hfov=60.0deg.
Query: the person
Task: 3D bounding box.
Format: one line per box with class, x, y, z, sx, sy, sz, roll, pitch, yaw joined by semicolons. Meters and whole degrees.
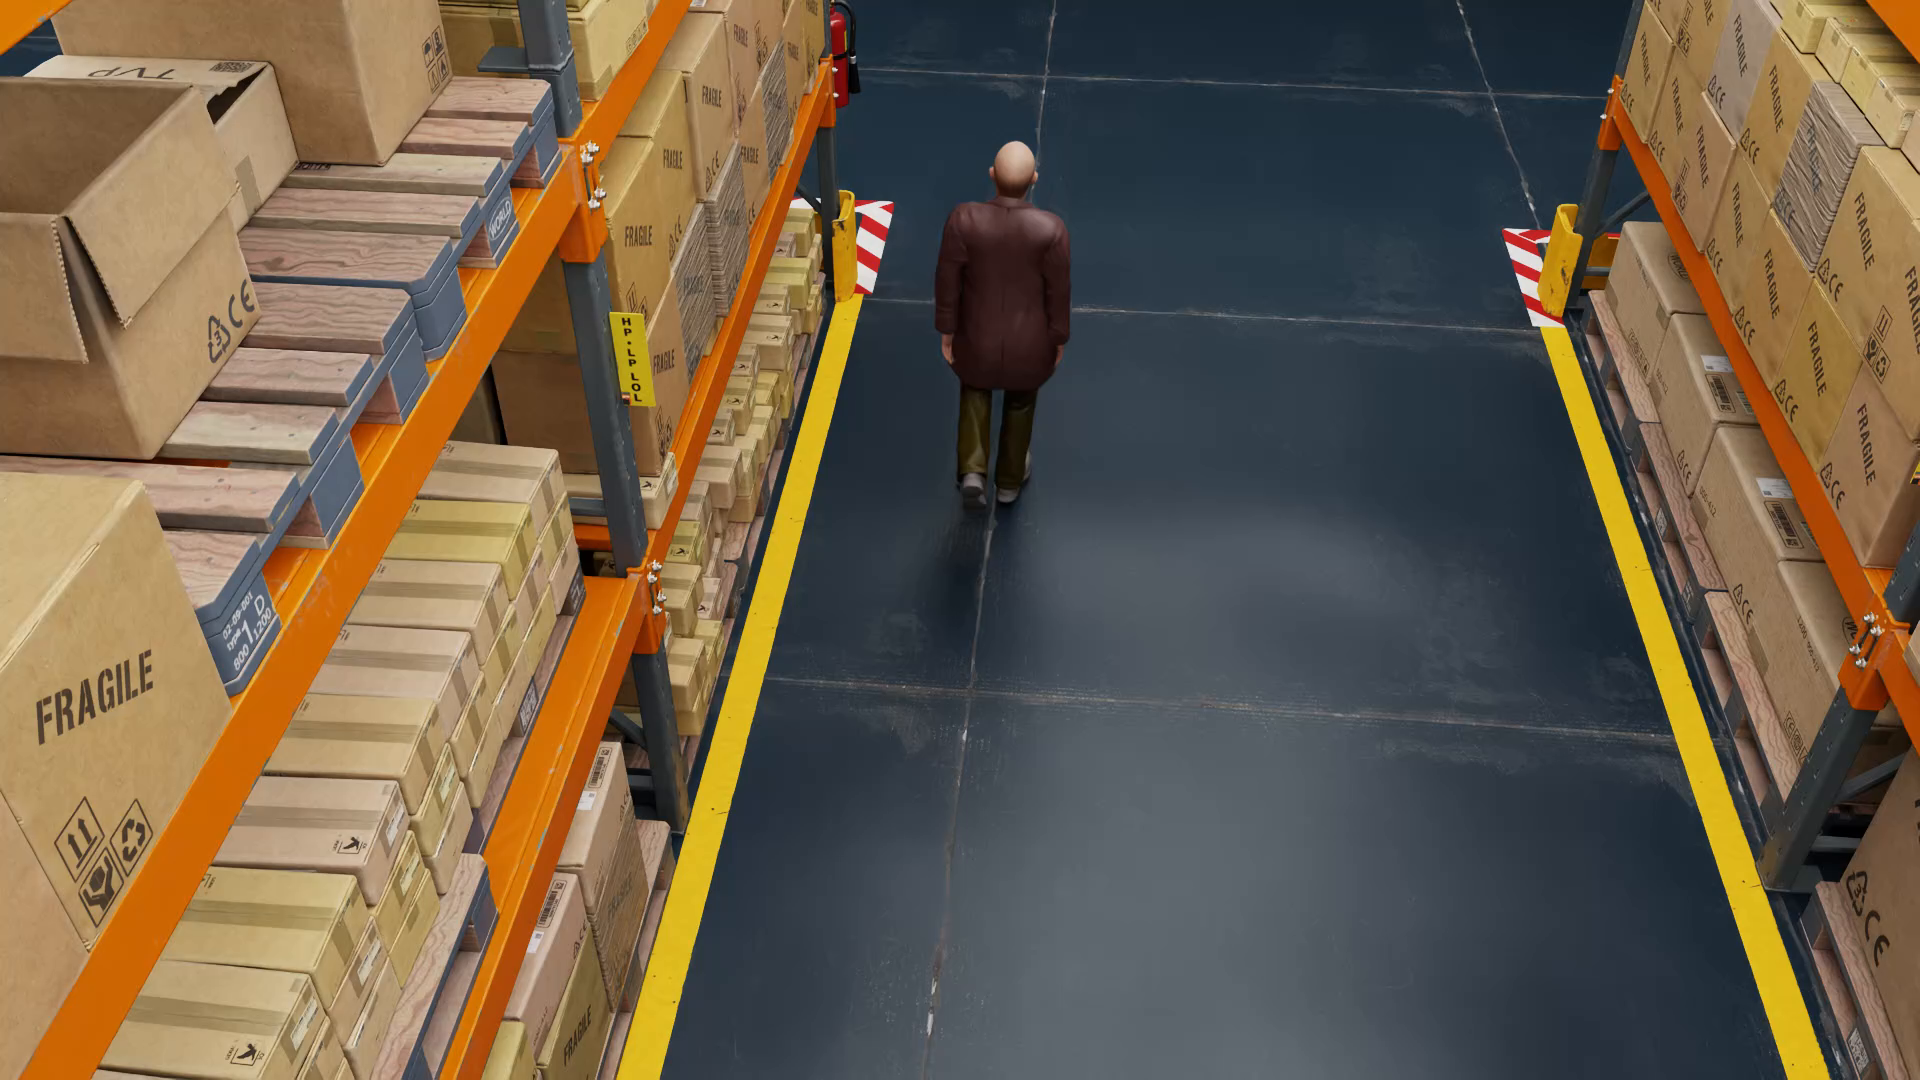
person;0.174;-0.869;7.180;0.589;1.763;0.683;6;40;7
